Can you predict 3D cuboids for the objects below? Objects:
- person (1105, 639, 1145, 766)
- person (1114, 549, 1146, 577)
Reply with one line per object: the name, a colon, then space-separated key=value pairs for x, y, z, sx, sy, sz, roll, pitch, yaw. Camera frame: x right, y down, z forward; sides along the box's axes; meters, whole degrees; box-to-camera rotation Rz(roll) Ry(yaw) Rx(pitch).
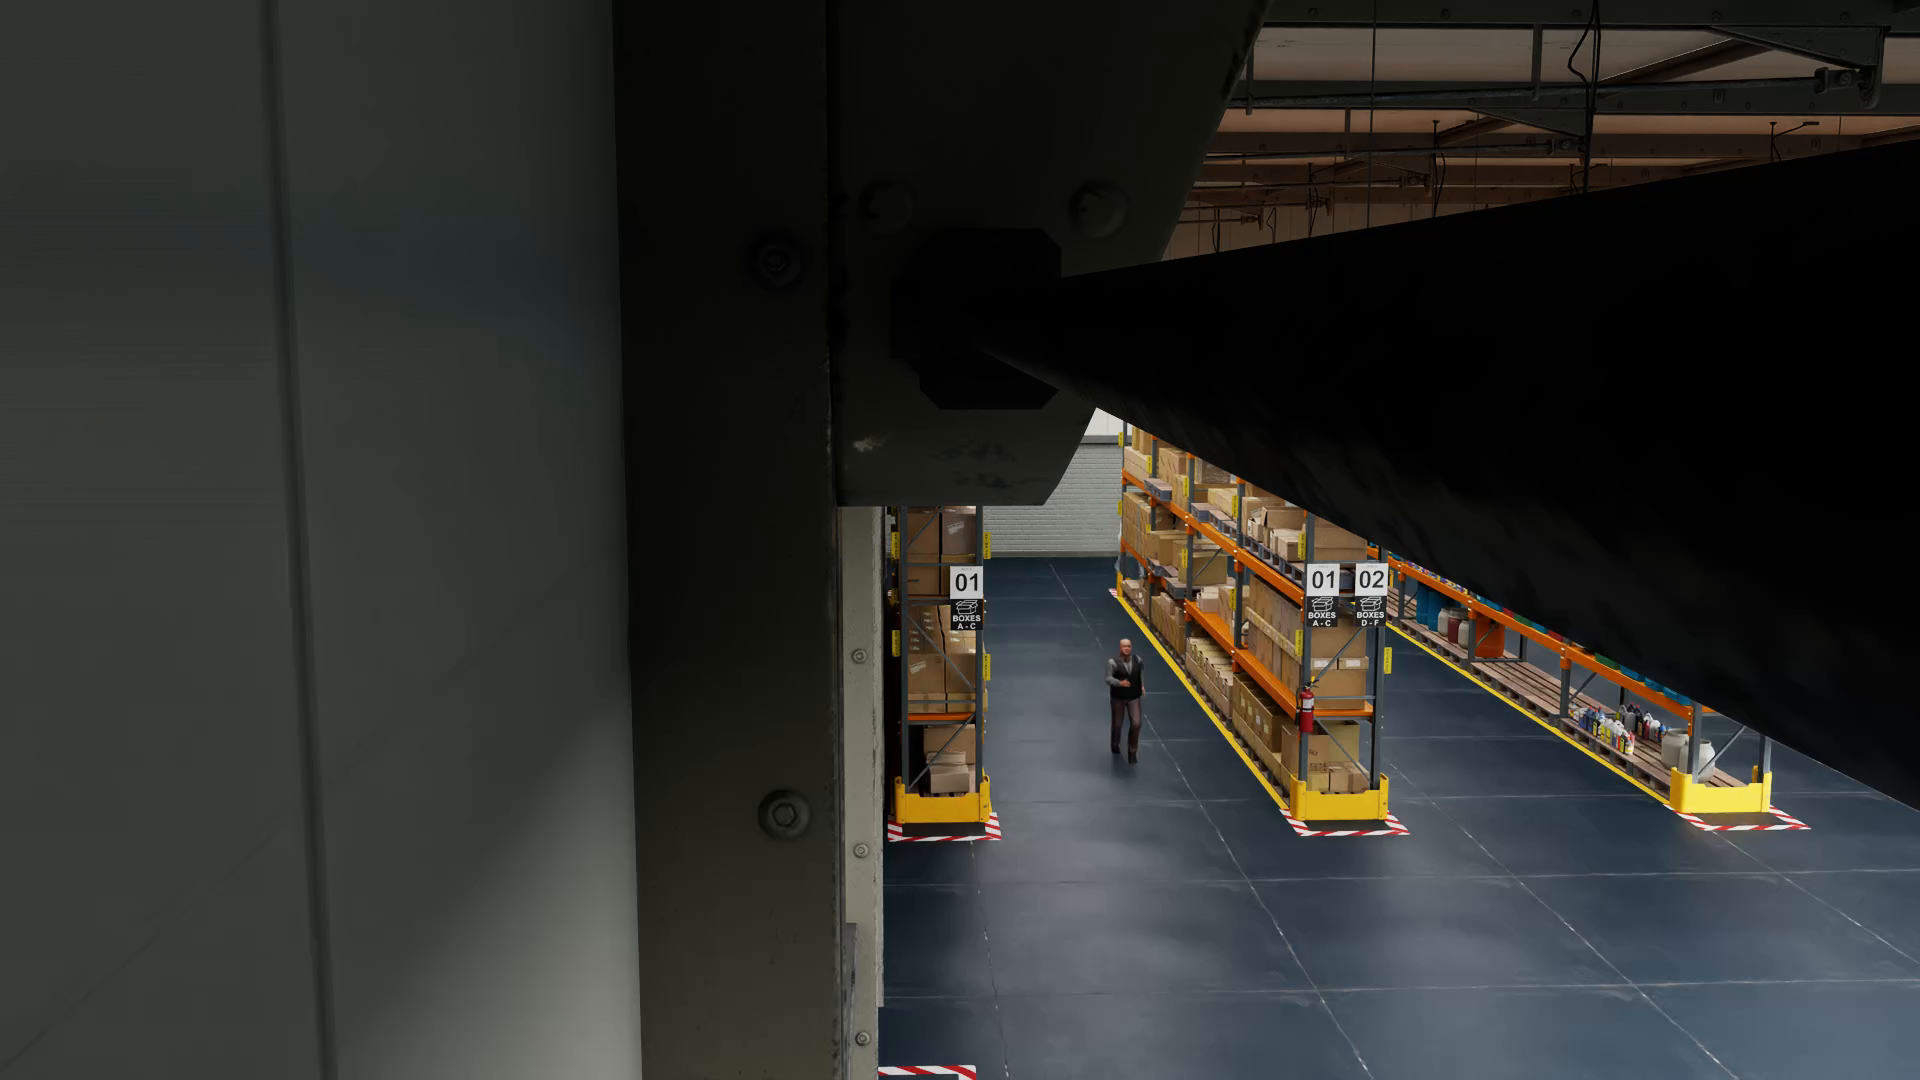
person: x=2.312 y=2.243 z=23.152 sx=0.622 sy=1.774 sz=0.830 roll=-1 pitch=8 yaw=-8
person: x=4.048 y=0.068 z=39.185 sx=0.962 sy=1.631 sz=0.662 roll=7 pitch=11 yaw=42
